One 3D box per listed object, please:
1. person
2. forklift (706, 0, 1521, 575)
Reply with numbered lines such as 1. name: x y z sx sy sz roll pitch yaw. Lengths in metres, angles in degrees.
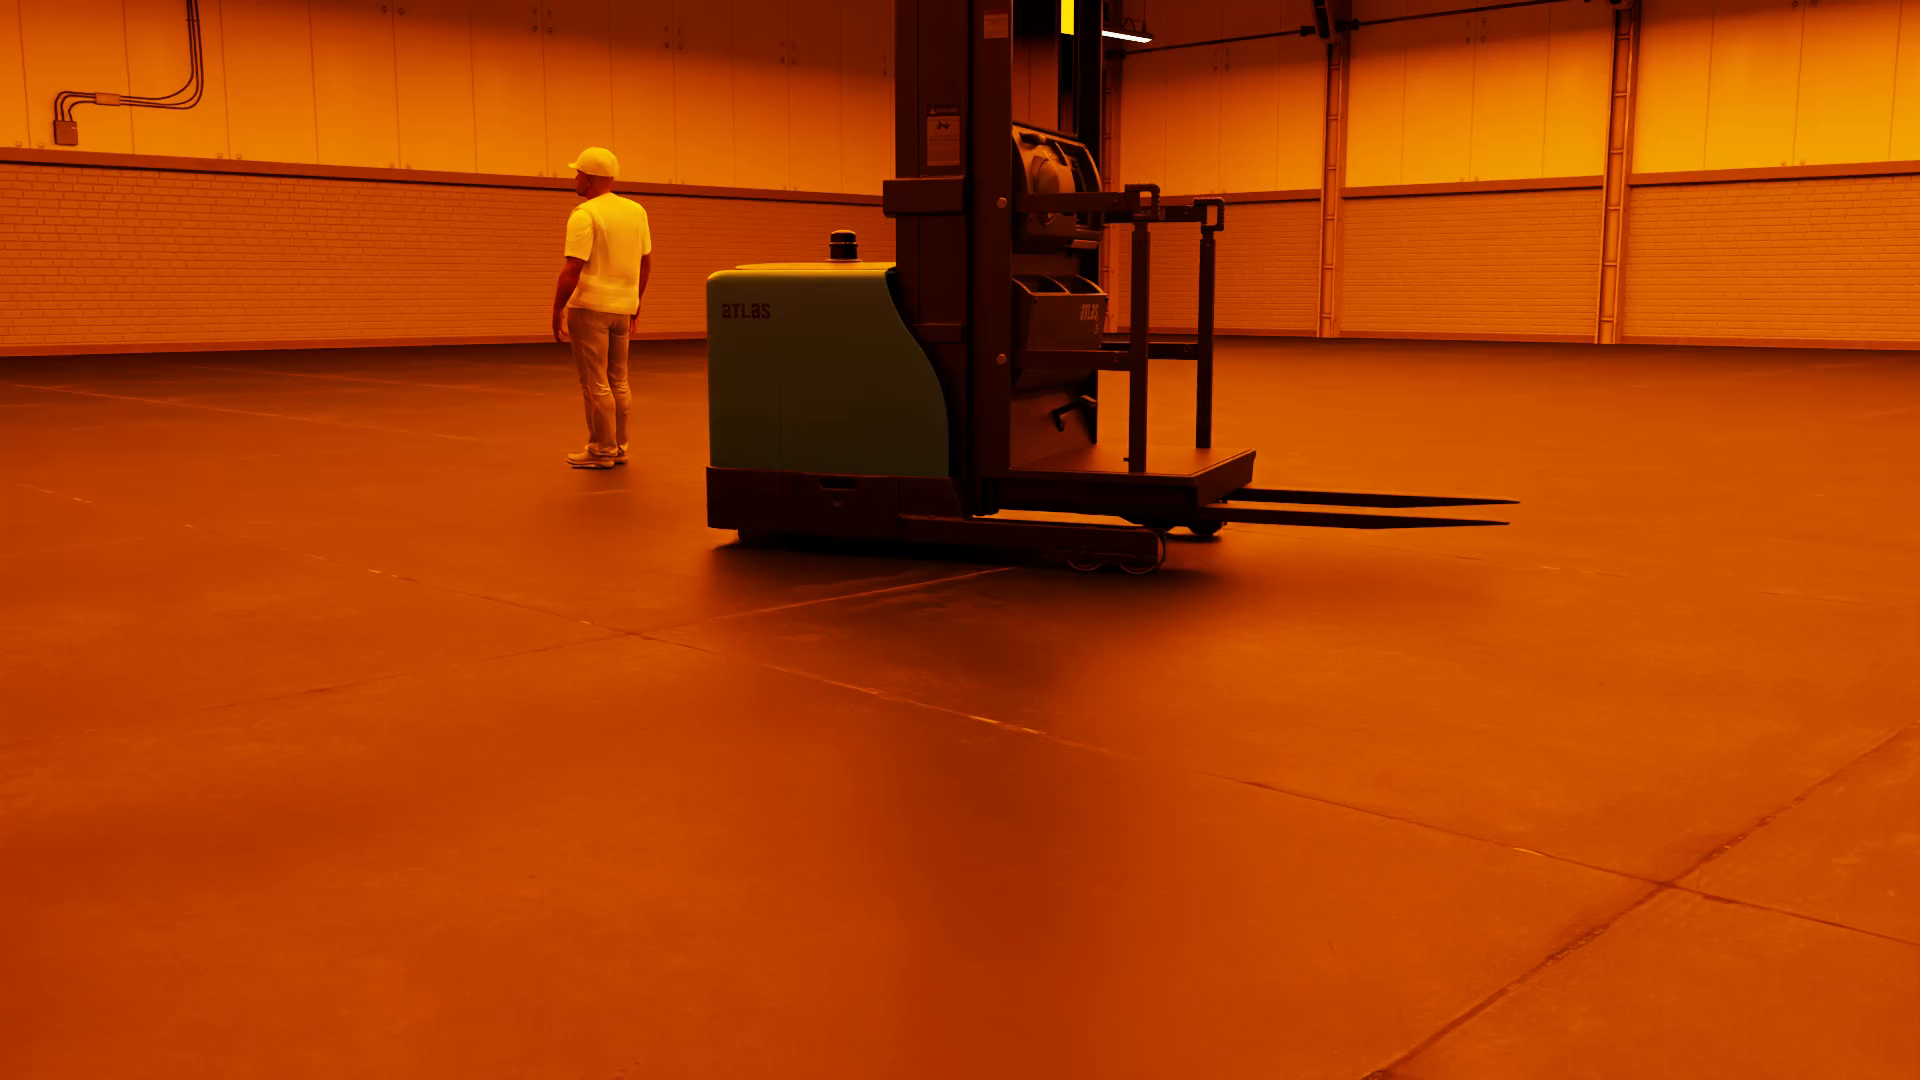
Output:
1. person: -2.068 -1.296 9.342 0.577 1.766 0.665 5 10 32
2. forklift: 0.565 -1.416 6.275 3.031 2.935 1.130 3 9 22
